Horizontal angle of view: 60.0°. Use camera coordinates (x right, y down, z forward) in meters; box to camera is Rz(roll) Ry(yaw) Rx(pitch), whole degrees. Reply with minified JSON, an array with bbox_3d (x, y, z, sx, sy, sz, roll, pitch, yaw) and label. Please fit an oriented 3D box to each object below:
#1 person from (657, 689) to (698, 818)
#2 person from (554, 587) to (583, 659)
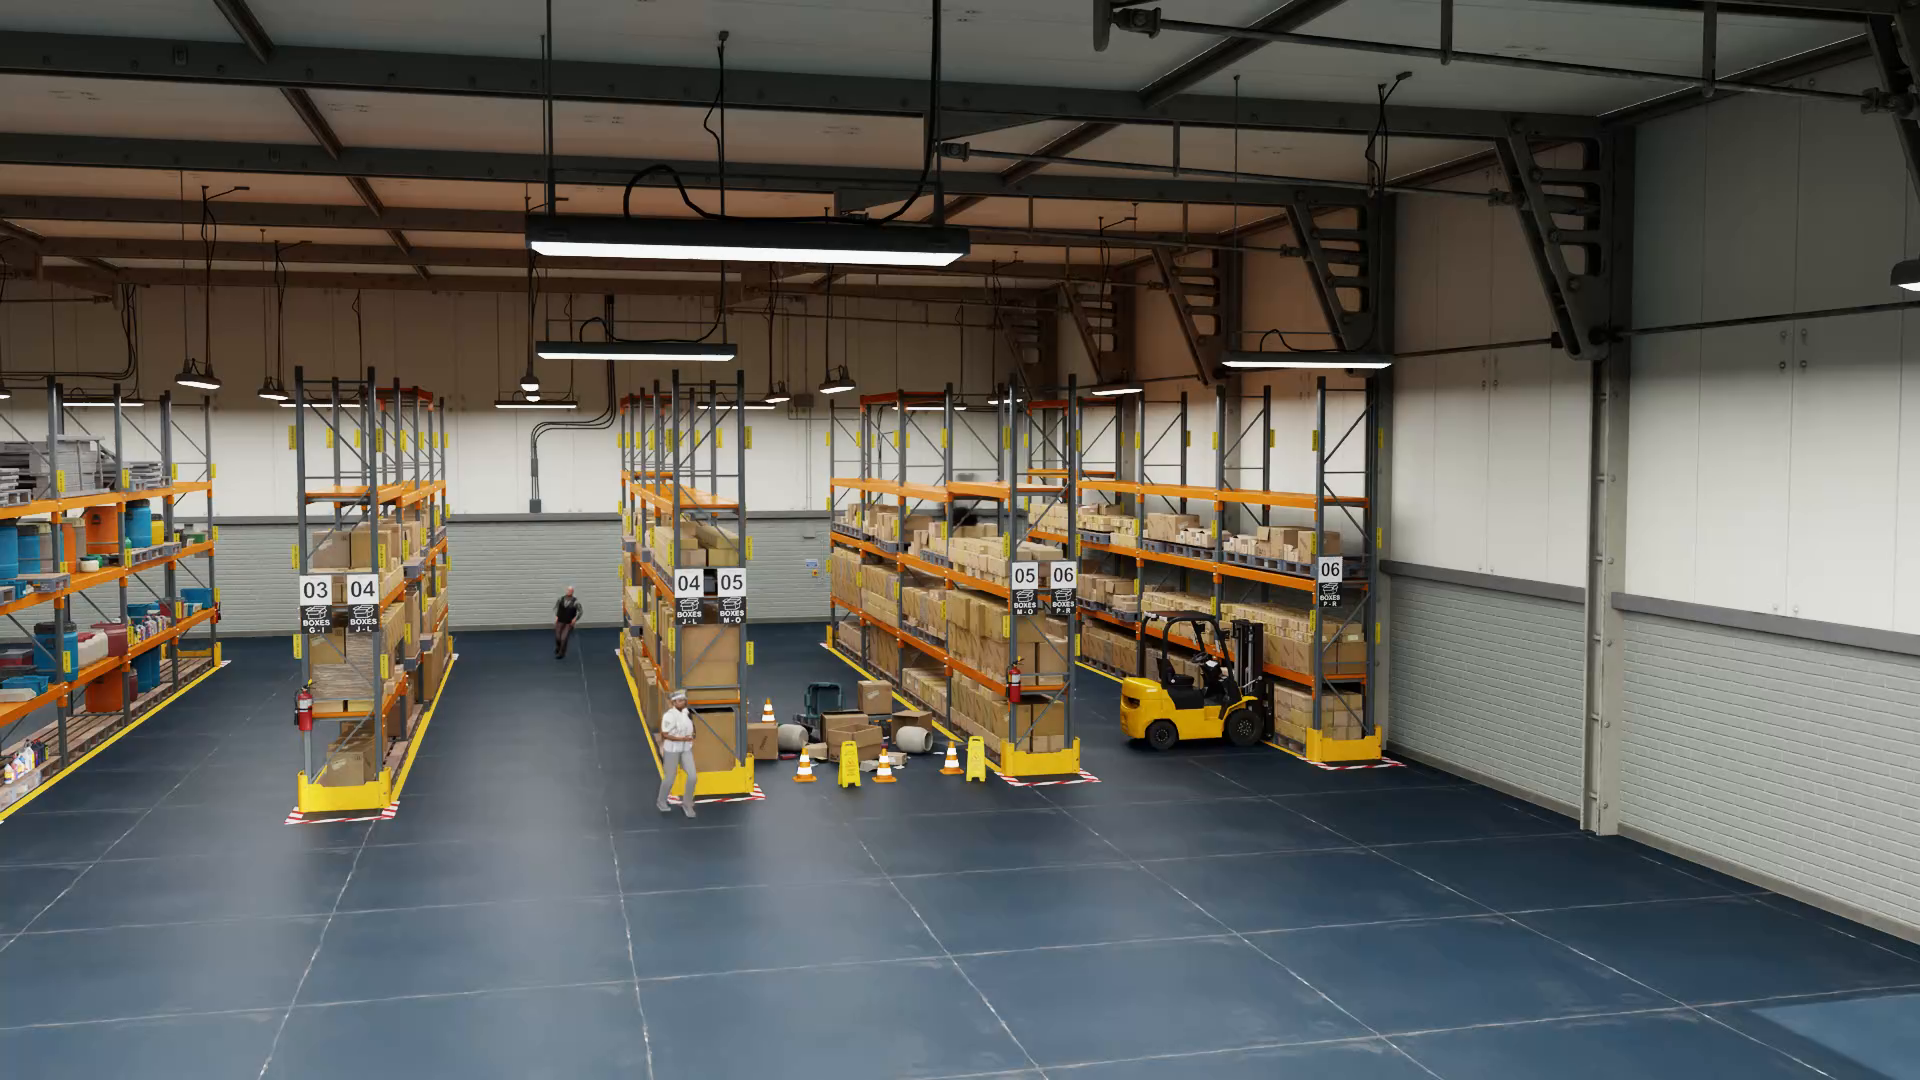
[{"bbox_3d":[-3.744,2.853,22.157,0.739,1.765,0.589,3,5,44],"label":"person"},{"bbox_3d":[-9.012,1.895,38.198,0.718,1.663,0.557,0,3,-1],"label":"person"}]
